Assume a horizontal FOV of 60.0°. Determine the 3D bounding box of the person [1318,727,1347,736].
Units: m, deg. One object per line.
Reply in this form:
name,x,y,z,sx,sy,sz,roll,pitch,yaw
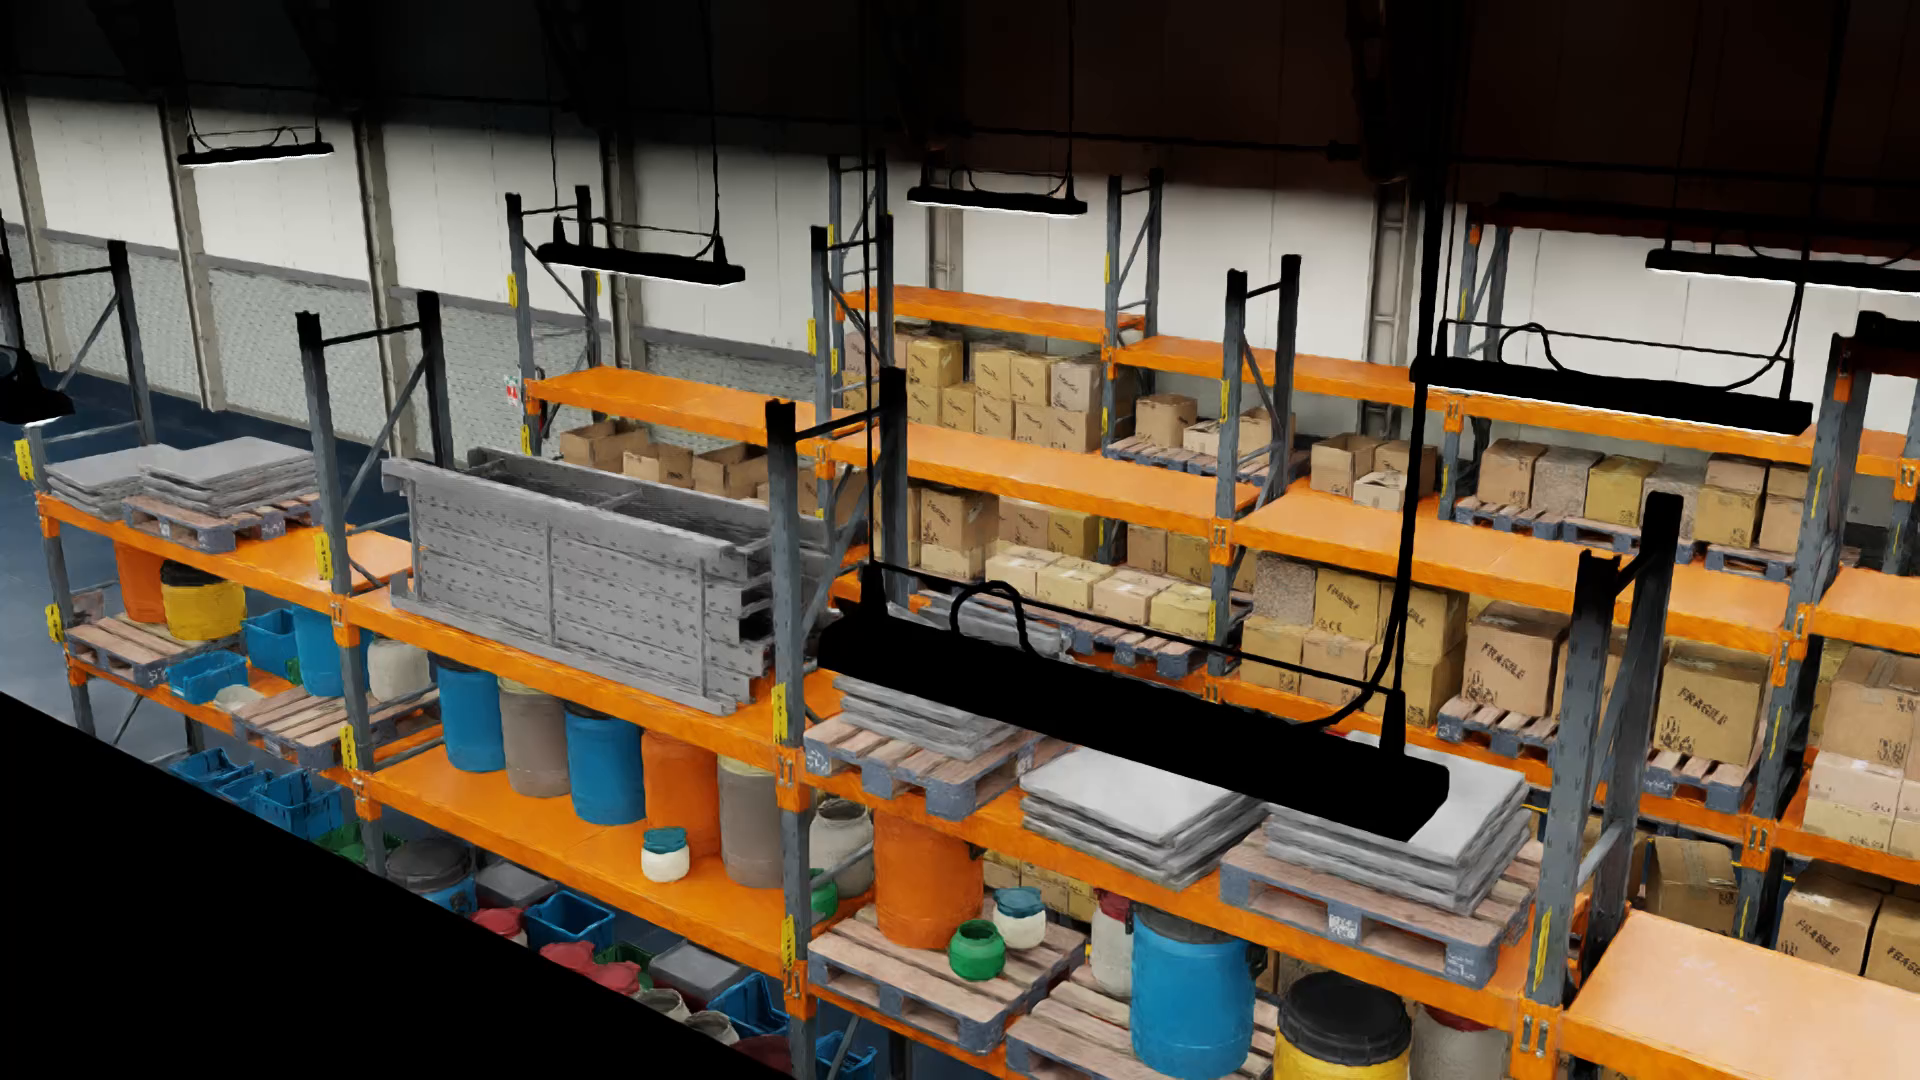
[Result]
person,3.429,2.325,15.523,1.130,1.646,0.540,12,22,32
